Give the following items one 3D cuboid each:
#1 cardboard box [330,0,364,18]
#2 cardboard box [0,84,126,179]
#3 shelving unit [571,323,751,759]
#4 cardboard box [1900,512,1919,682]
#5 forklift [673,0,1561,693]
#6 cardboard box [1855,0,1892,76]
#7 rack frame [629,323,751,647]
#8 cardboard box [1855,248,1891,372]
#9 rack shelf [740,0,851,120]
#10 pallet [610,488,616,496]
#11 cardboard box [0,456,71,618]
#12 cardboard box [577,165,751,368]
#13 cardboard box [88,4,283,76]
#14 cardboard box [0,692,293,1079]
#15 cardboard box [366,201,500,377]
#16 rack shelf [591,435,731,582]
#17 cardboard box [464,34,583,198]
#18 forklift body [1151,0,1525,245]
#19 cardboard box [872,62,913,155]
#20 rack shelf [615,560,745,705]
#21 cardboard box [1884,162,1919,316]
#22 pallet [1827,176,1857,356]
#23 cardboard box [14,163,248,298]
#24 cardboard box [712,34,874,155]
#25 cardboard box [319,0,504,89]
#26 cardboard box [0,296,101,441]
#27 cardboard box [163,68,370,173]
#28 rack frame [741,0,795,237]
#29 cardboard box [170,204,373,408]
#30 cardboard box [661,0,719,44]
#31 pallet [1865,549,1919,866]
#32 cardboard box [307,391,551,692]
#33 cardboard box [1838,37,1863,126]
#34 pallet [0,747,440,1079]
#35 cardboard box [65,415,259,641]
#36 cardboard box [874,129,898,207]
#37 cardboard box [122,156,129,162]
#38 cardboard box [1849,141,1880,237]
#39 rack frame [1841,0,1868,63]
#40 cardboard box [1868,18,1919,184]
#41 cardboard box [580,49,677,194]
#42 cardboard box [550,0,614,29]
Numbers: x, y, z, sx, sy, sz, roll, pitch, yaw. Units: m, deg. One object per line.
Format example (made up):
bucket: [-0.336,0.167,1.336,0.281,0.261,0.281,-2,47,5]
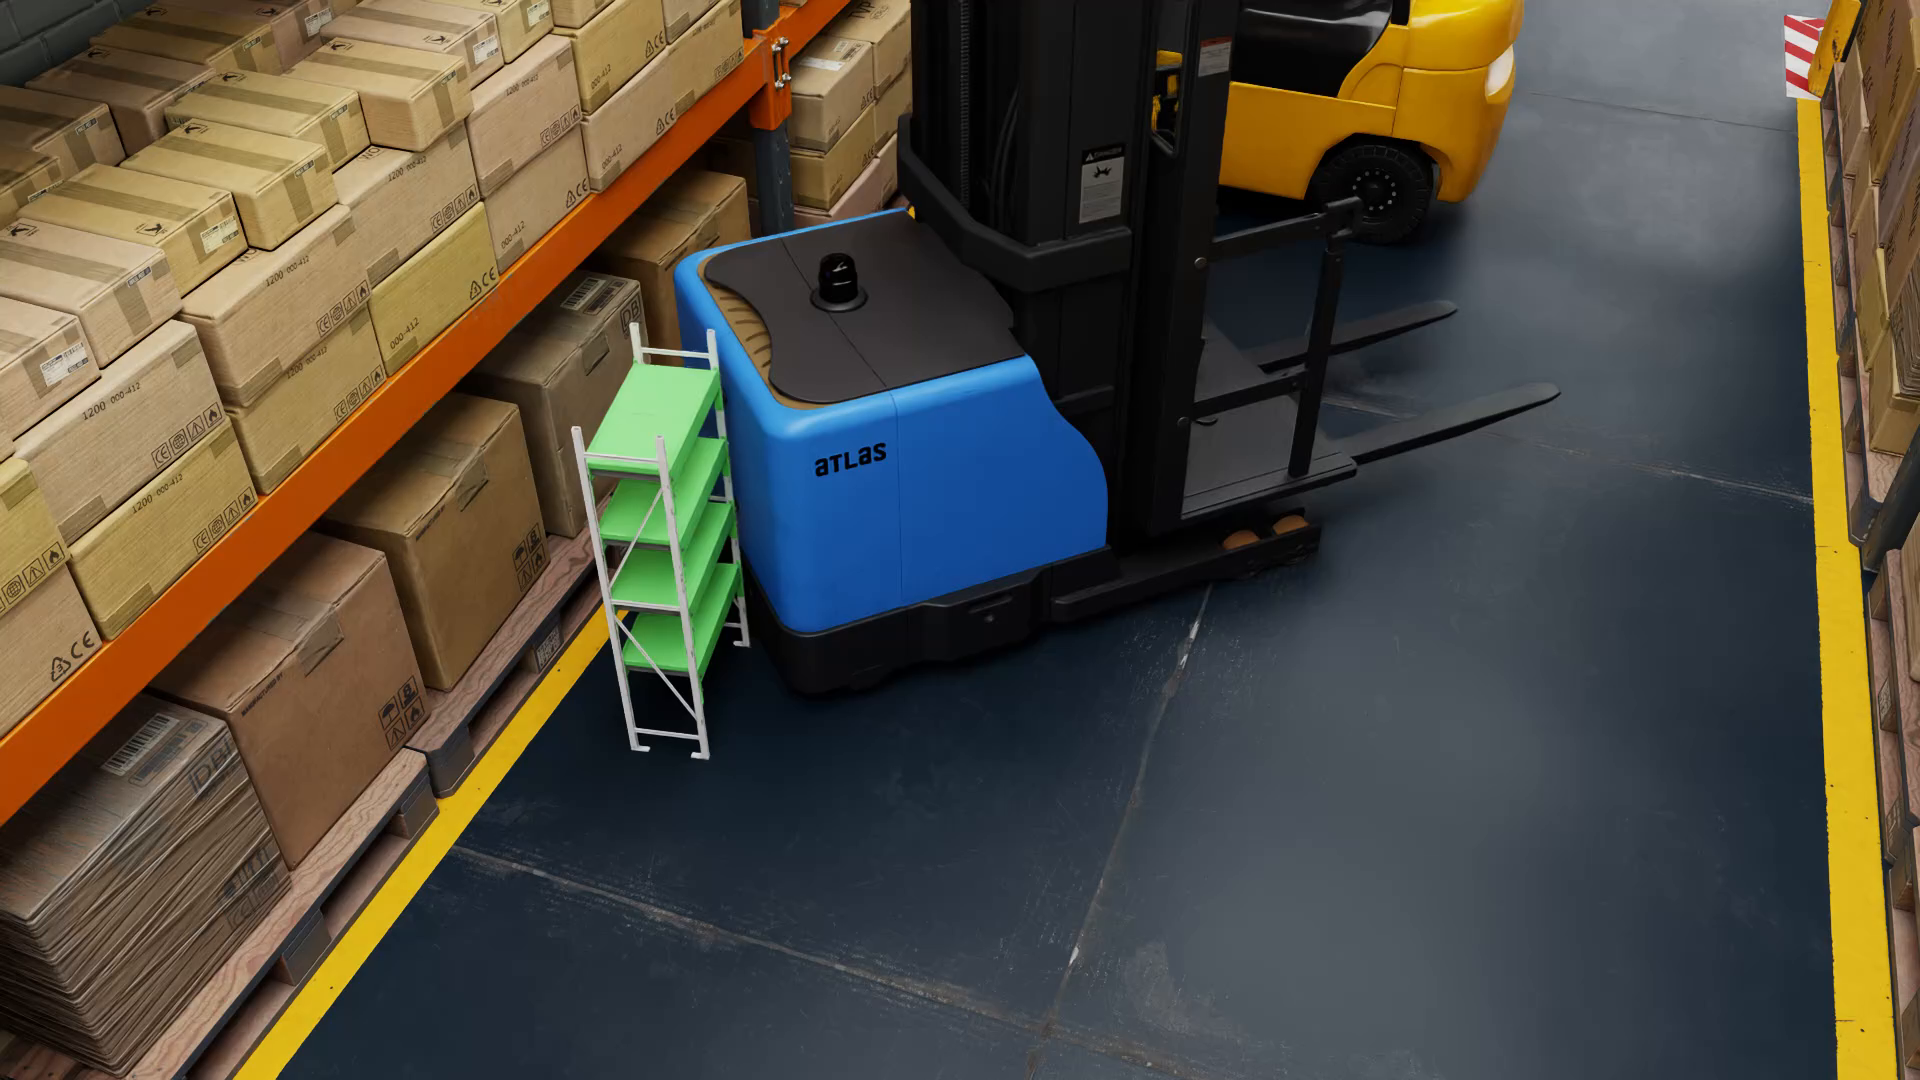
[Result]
cardboard box: [-1.851,-1.565,4.696,0.380,0.149,0.250,13,42,15]
cardboard box: [-2.254,-0.953,3.979,0.380,0.149,0.250,13,42,14]
shelving unit: [-0.832,0.027,4.794,0.258,1.200,0.503,6,41,7]
cardboard box: [3.363,0.202,4.903,0.950,0.372,0.625,14,42,16]
forklift: [0.665,-1.280,4.992,3.031,2.935,1.130,-16,43,-18]
cardboard box: [4.365,-2.352,7.412,0.500,0.500,0.500,12,42,14]
rack frame: [-0.795,-0.129,4.977,0.240,1.200,0.015,6,41,7]
cardboard box: [3.663,-0.819,6.194,0.500,0.250,0.500,12,42,14]
rack shelf: [-0.442,-3.004,7.514,1.077,0.370,4.000,13,42,15]
pallet: [-1.341,-0.539,6.219,1.003,0.211,1.213,13,42,15]
cardboard box: [-2.088,0.038,3.125,0.500,0.250,0.500,13,42,15]
cardboard box: [-1.293,-0.993,6.109,0.875,0.625,0.625,15,43,17]
cardboard box: [-2.012,-1.256,4.334,0.380,0.149,0.250,14,42,15]
cardboard box: [-2.267,0.748,4.068,0.875,0.625,0.625,15,43,16]
cardboard box: [-1.587,-0.715,4.392,0.500,0.250,0.500,15,43,16]
rack shelf: [-0.832,-0.107,4.680,0.258,0.148,0.480,6,41,7]
cardboard box: [-1.403,-1.209,4.586,0.500,0.250,0.500,14,42,16]
forklift body: [1.308,-2.613,7.155,2.313,2.155,1.214,13,42,15]
cardboard box: [-0.500,-1.896,7.071,0.500,0.250,0.500,13,42,15]
rack shelf: [-0.832,0.258,4.991,0.258,0.148,0.480,6,41,7]
cardboard box: [3.663,-1.088,5.932,0.500,0.500,0.500,14,42,16]
pallet: [4.152,-1.061,6.832,1.003,0.211,1.213,13,42,15]
cardboard box: [-1.818,-0.679,3.658,0.380,0.149,0.250,14,42,16]
cardboard box: [-0.665,-1.777,6.546,0.500,0.250,0.500,13,42,14]
cardboard box: [-1.443,-1.299,4.384,0.380,0.149,0.250,14,42,15]
cardboard box: [-1.954,-0.357,3.281,0.380,0.149,0.250,14,43,16]
cardboard box: [-1.678,-1.001,4.036,0.380,0.149,0.250,13,42,15]
rack frame: [-1.125,-2.058,5.851,1.000,3.000,0.127,13,42,15]
cardboard box: [-1.744,-0.588,3.858,0.500,0.250,0.500,12,42,14]
cardboard box: [-1.053,-1.834,5.319,0.500,0.250,0.500,12,42,14]
pallet: [3.275,0.578,4.910,1.003,0.211,1.213,13,42,15]
cardboard box: [-1.821,-0.063,5.018,0.875,0.625,0.625,12,42,13]
cardboard box: [4.372,-2.081,7.673,0.500,0.250,0.500,13,42,15]
pallet: [-2.175,0.949,4.474,1.003,0.211,1.213,13,42,15]
cardboard box: [-1.935,-0.083,3.652,0.500,0.250,0.500,12,42,14]
cardboard box: [-0.490,-1.706,7.234,0.500,0.250,0.500,12,42,14]
cardboard box: [-2.075,-1.009,4.352,0.500,0.250,0.500,13,42,14]
cardboard box: [4.016,-1.436,6.917,0.500,0.250,0.500,16,43,18]
rack frame: [4.908,-3.398,7.422,1.000,3.000,0.127,13,42,15]
cardboard box: [4.011,-1.728,6.681,0.500,0.500,0.500,14,42,16]
cardboard box: [-1.219,-1.327,5.110,0.500,0.250,0.500,13,42,15]
cardboard box: [-1.203,-1.596,4.733,0.380,0.149,0.250,12,42,14]
